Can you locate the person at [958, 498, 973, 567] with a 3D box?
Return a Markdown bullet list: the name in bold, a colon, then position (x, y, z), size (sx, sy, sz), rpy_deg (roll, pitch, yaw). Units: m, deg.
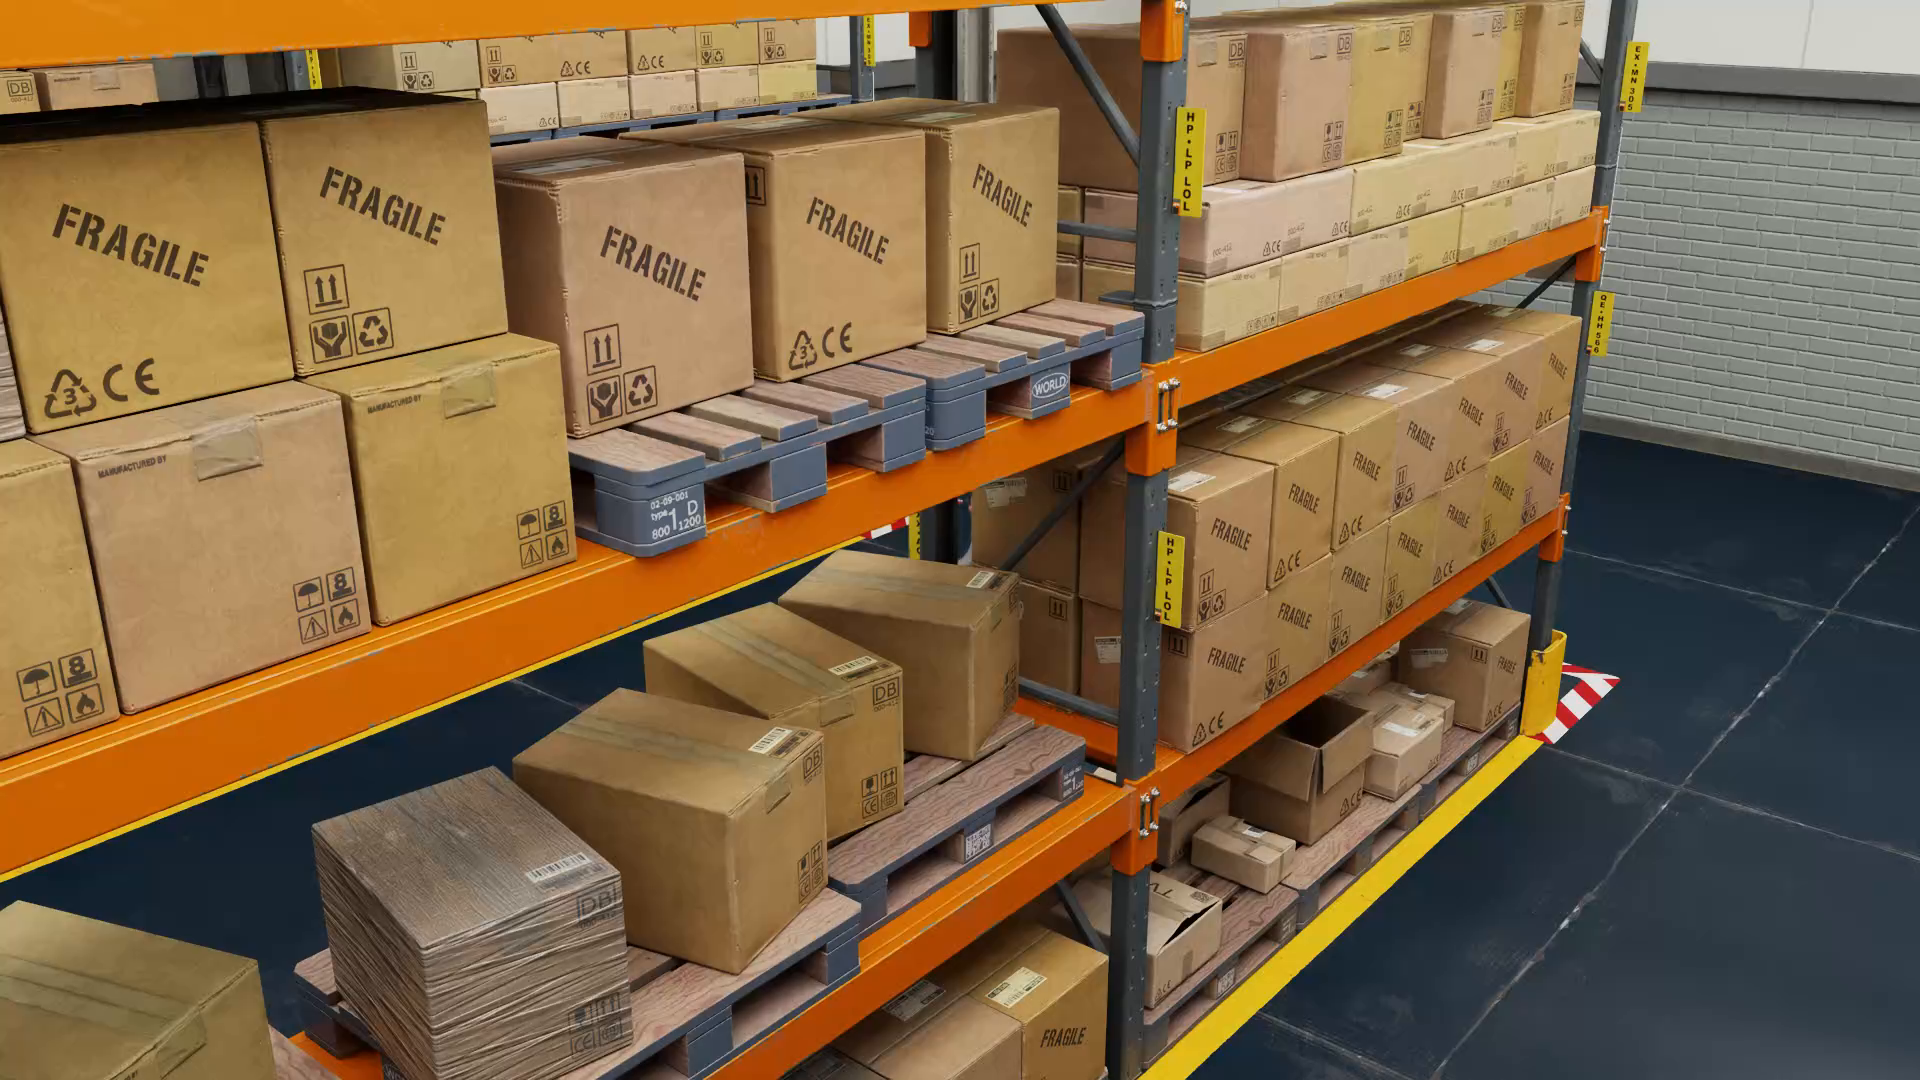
- **person**: position (0.301, -0.243, 10.220), size (0.952, 1.533, 0.421), rpy_deg (-6, 21, -15)
